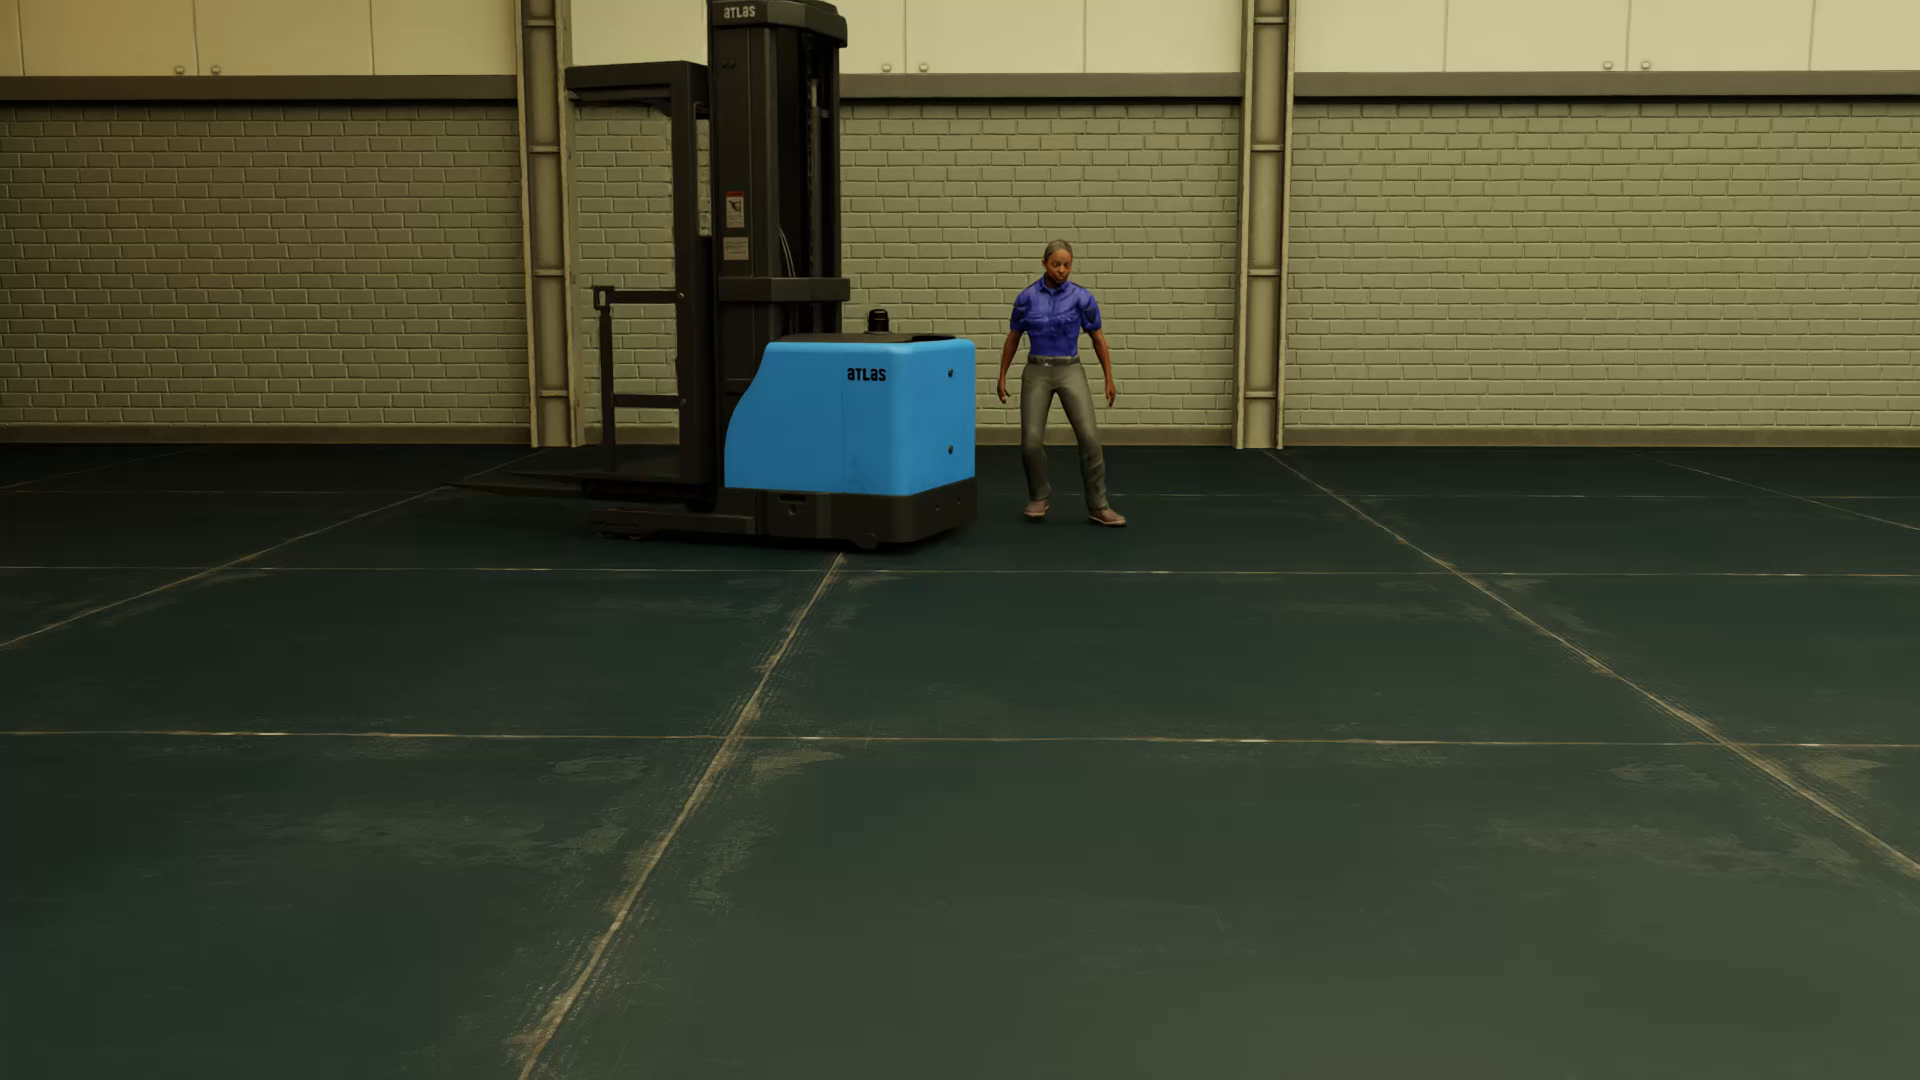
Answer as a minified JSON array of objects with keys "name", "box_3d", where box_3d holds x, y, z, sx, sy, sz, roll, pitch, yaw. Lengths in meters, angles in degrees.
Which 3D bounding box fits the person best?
[{"name":"person","box_3d":[0.586,-0.909,9.588,0.788,1.621,0.372,2,9,11]}]

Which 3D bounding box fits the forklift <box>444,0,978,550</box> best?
[{"name":"forklift","box_3d":[-1.471,-1.517,9.224,3.031,2.935,1.130,3,9,22]}]
